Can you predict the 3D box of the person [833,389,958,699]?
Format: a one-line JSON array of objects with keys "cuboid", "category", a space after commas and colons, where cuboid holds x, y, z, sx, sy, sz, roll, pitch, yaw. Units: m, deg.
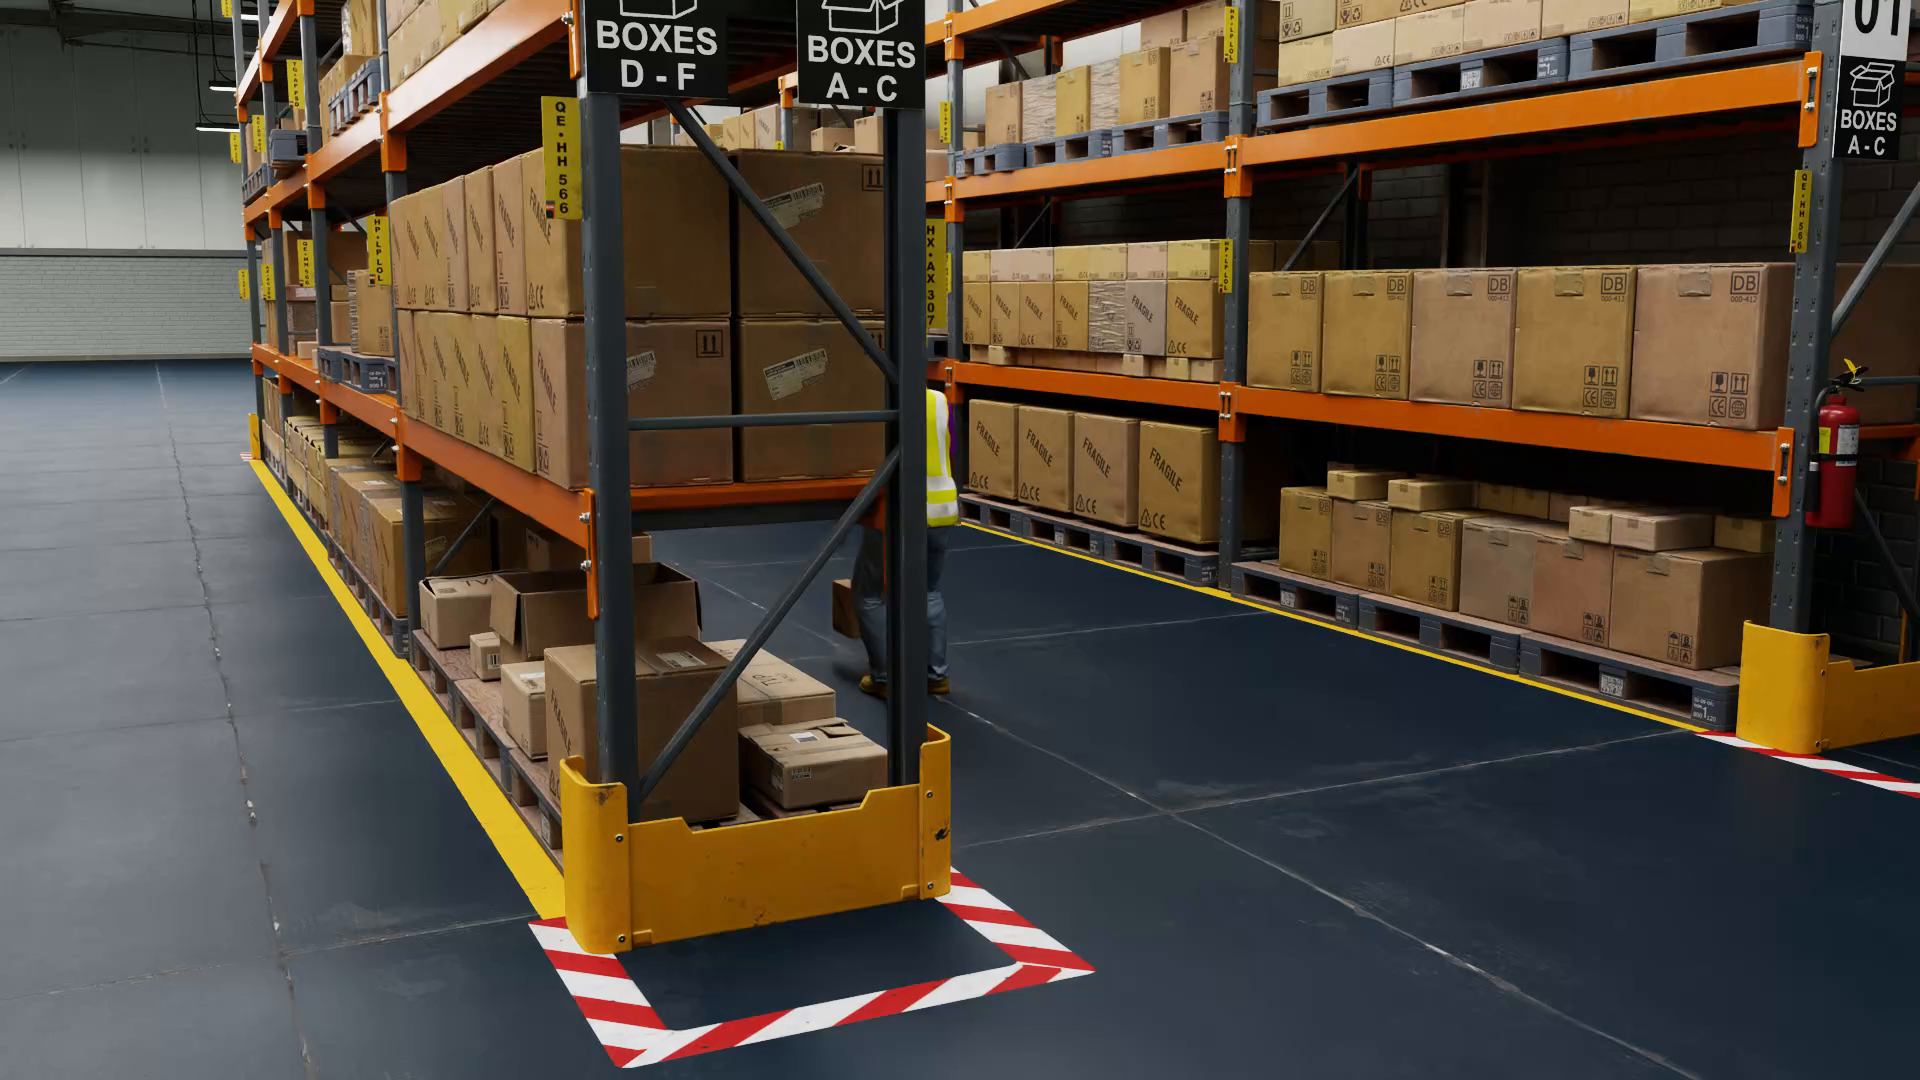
[{"cuboid": [-0.299, -0.096, 7.805, 0.610, 1.651, 0.554, -4, 9, -25], "category": "person"}]
